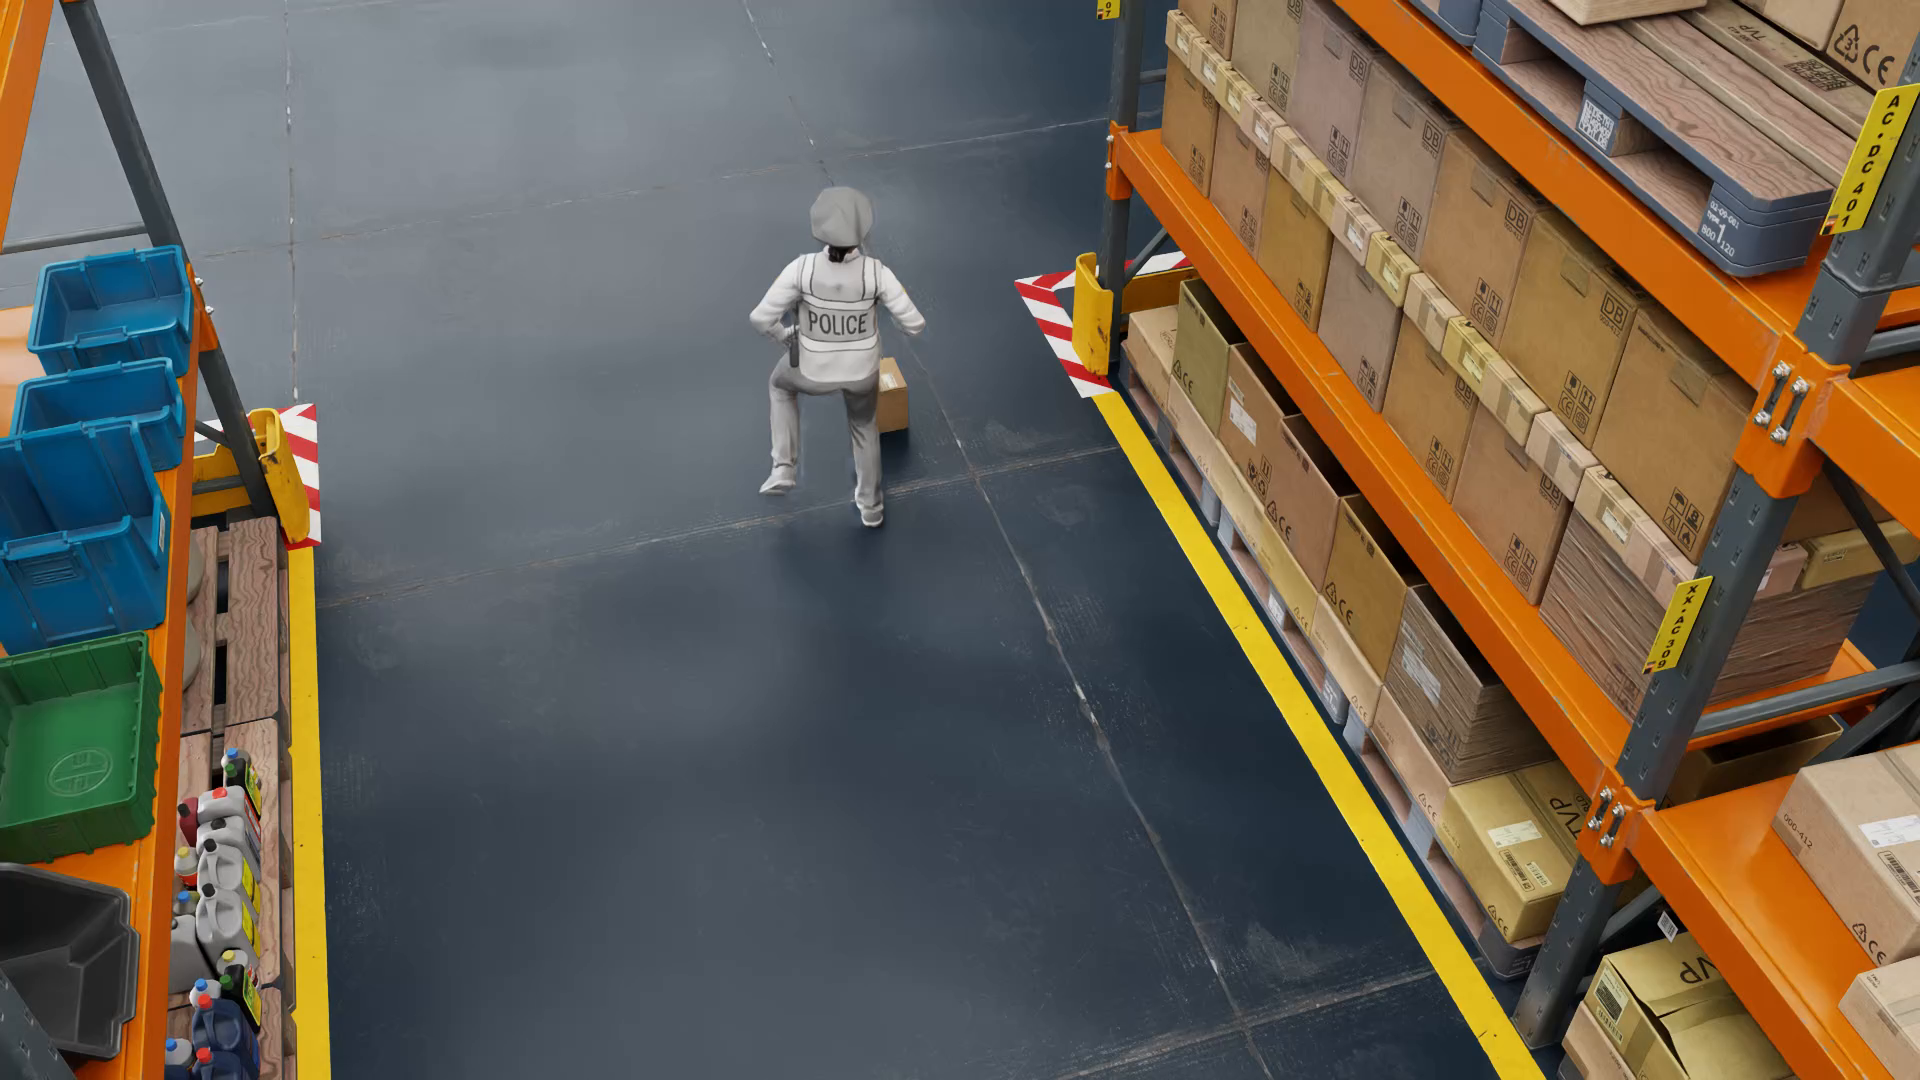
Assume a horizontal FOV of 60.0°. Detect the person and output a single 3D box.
[{"bbox_3d":[-0.537,-0.786,7.030,0.739,1.660,0.520,-8,43,-9],"label":"person"}]
